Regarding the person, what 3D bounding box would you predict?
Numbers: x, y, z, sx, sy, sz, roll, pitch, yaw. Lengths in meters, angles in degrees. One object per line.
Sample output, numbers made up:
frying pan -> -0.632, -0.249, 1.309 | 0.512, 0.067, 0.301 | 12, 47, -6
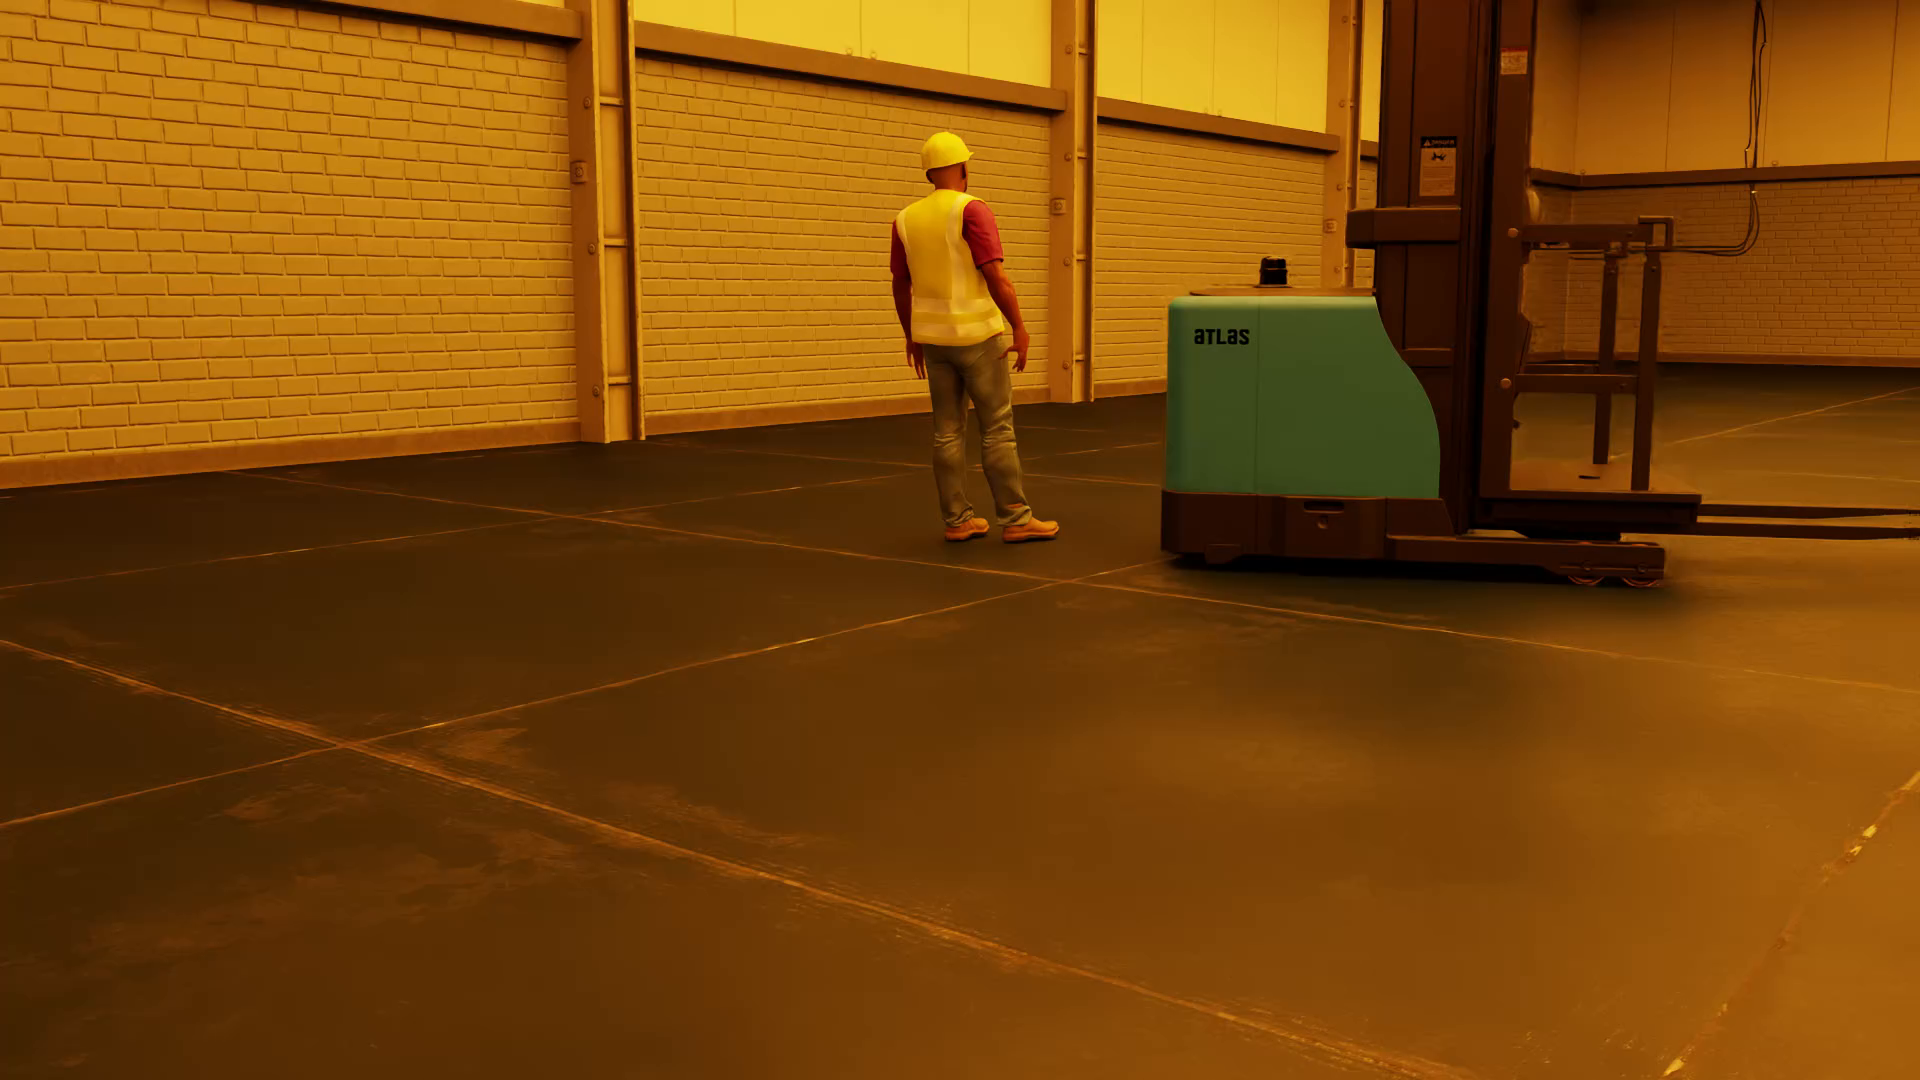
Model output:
person -> 0.048, -0.888, 7.327 | 0.666, 1.768, 0.575 | 7, 11, 38

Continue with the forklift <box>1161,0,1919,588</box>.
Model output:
forklift -> 2.378, -1.357, 6.556 | 3.031, 2.935, 1.130 | 2, 9, 13
